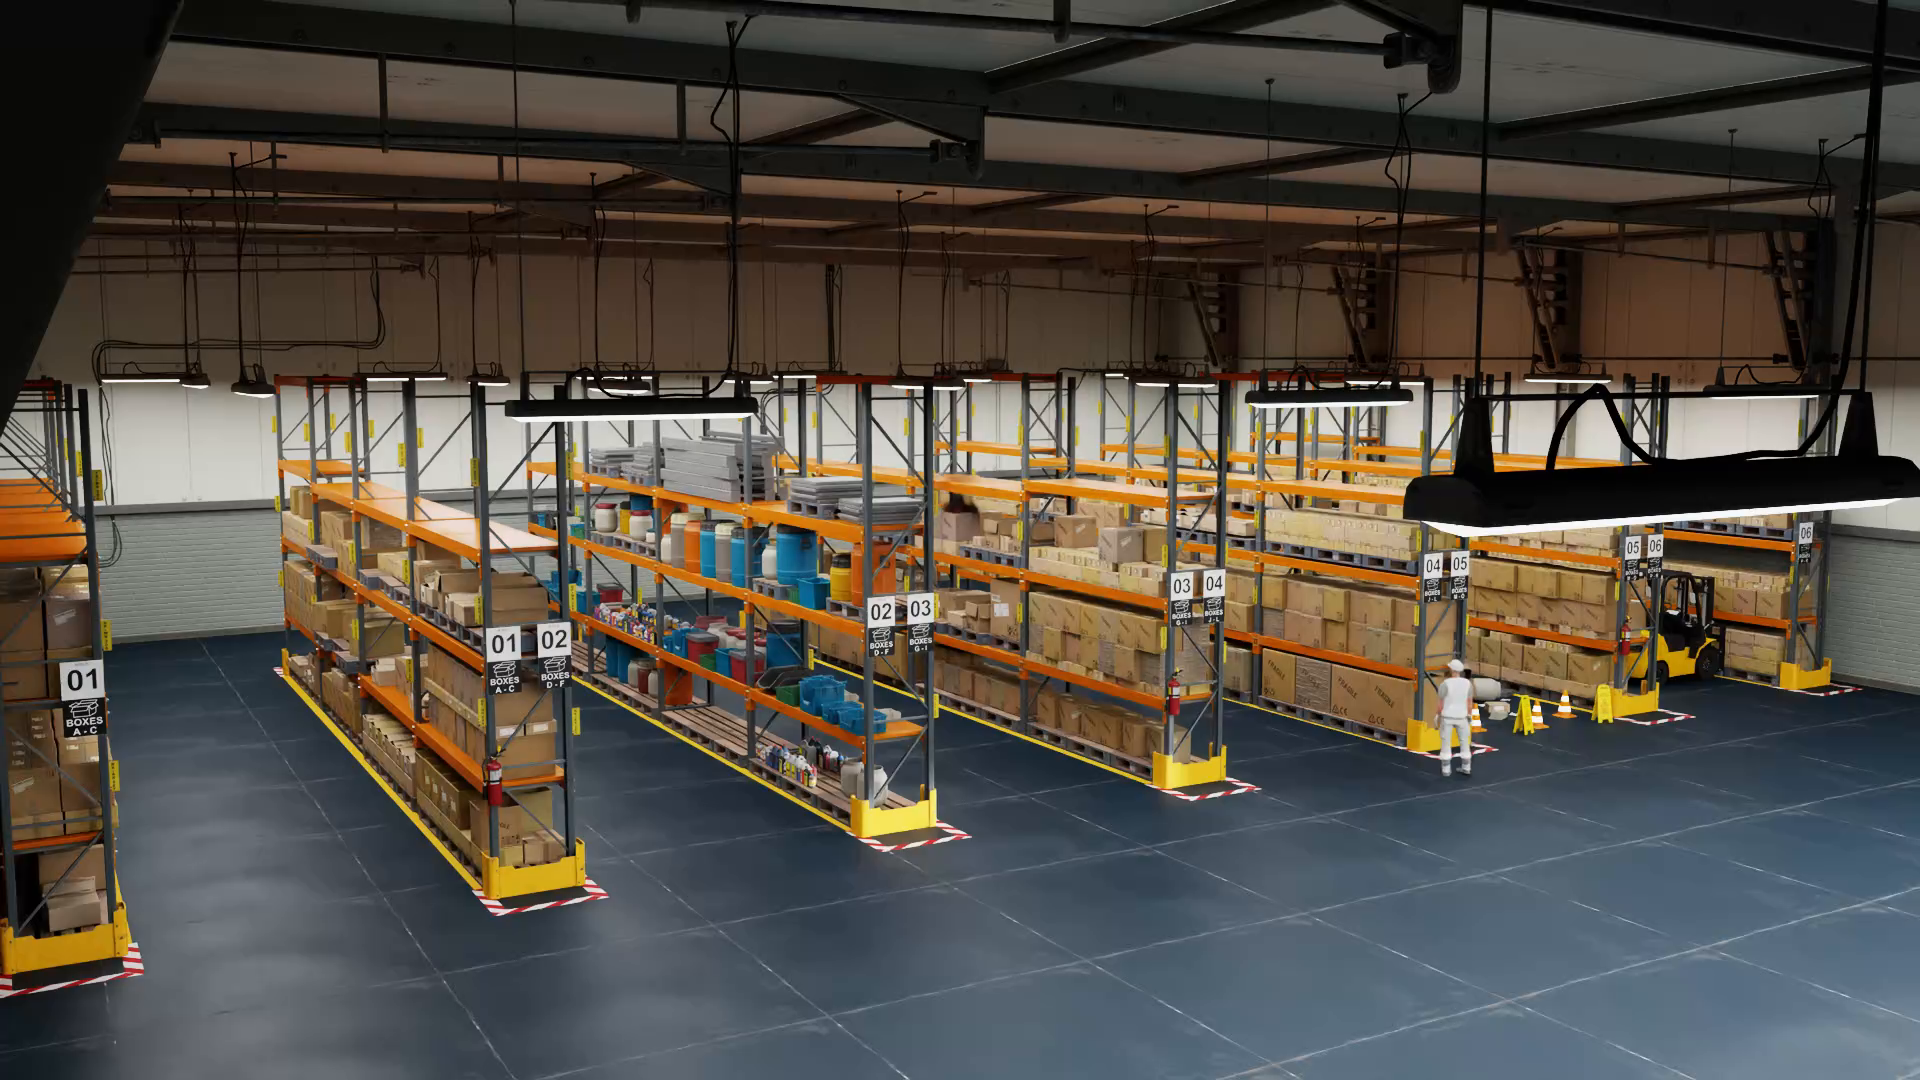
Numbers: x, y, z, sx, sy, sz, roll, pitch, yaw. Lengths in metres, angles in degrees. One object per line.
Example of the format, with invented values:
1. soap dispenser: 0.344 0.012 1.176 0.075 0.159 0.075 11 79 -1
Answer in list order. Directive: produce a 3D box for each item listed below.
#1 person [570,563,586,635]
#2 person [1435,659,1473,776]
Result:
1. person: -8.792 1.341 38.046 0.974 1.642 0.501 6 8 42
2. person: 7.492 2.683 25.233 0.566 1.797 0.511 1 6 13
